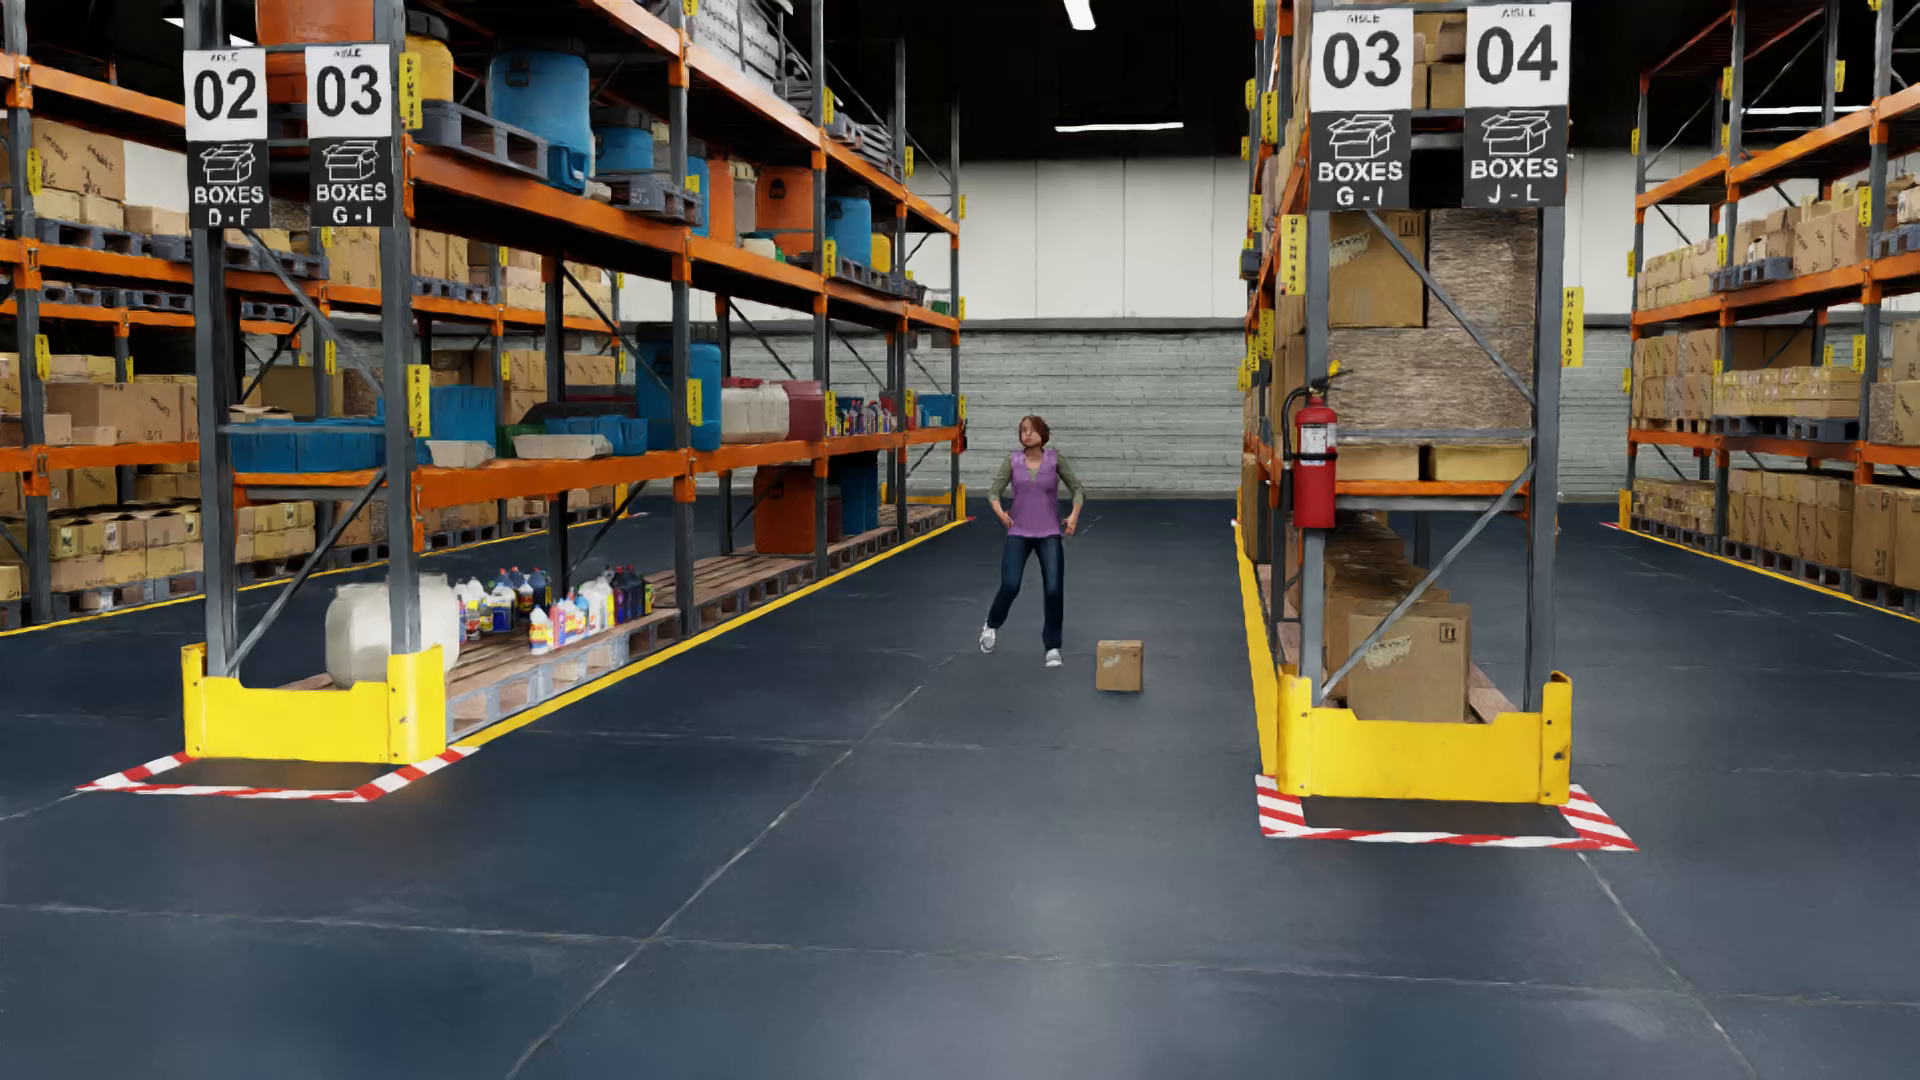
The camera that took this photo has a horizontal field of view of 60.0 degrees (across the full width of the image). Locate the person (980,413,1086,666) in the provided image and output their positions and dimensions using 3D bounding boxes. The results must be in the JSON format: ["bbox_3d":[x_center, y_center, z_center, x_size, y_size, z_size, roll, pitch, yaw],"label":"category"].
[{"bbox_3d":[0.460,-0.008,10.423,0.665,1.566,0.450,0,5,-1],"label":"person"}]
